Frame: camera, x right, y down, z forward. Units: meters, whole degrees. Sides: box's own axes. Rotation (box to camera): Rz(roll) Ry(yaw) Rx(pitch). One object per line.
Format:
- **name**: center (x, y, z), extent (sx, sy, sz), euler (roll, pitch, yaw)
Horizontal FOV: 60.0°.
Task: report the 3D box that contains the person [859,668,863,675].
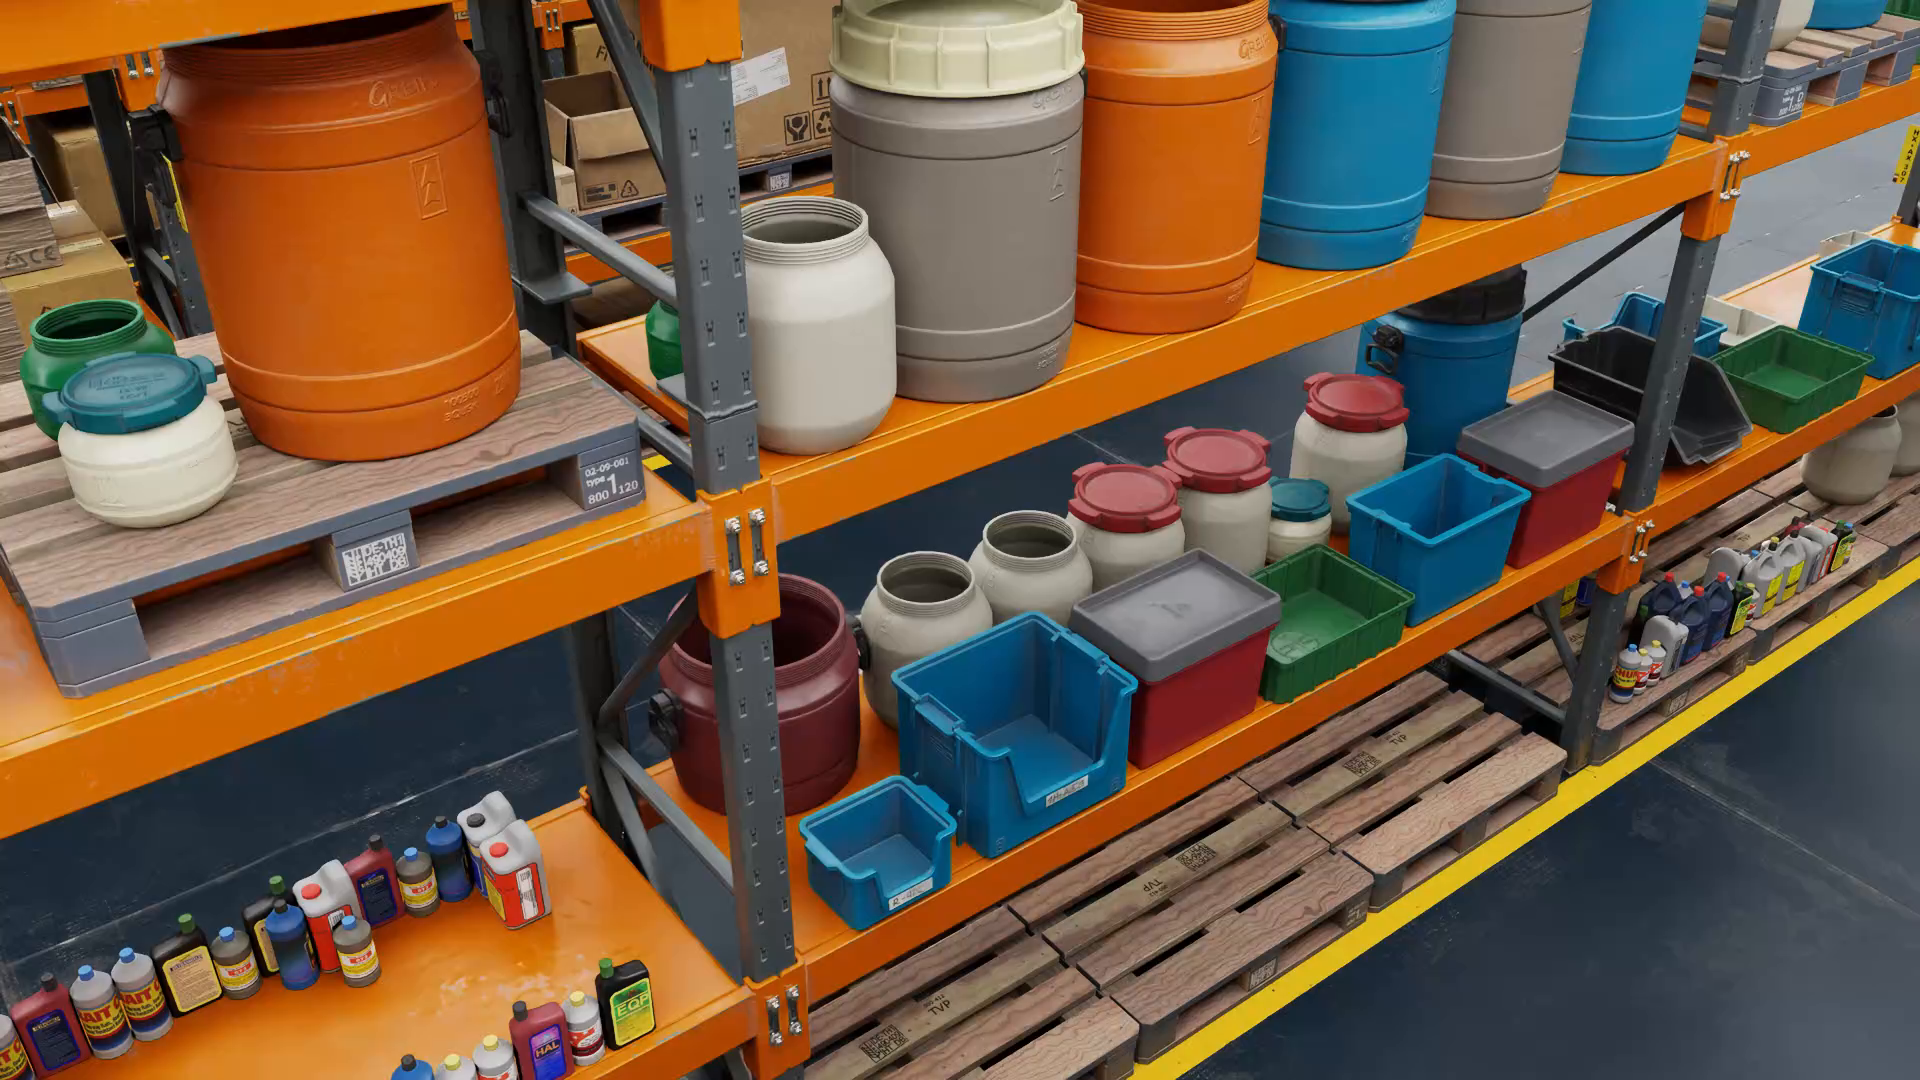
- **person**: center (-0.213, 0.856, 6.505), extent (0.903, 1.002, 0.610), euler (-22, 38, -32)
